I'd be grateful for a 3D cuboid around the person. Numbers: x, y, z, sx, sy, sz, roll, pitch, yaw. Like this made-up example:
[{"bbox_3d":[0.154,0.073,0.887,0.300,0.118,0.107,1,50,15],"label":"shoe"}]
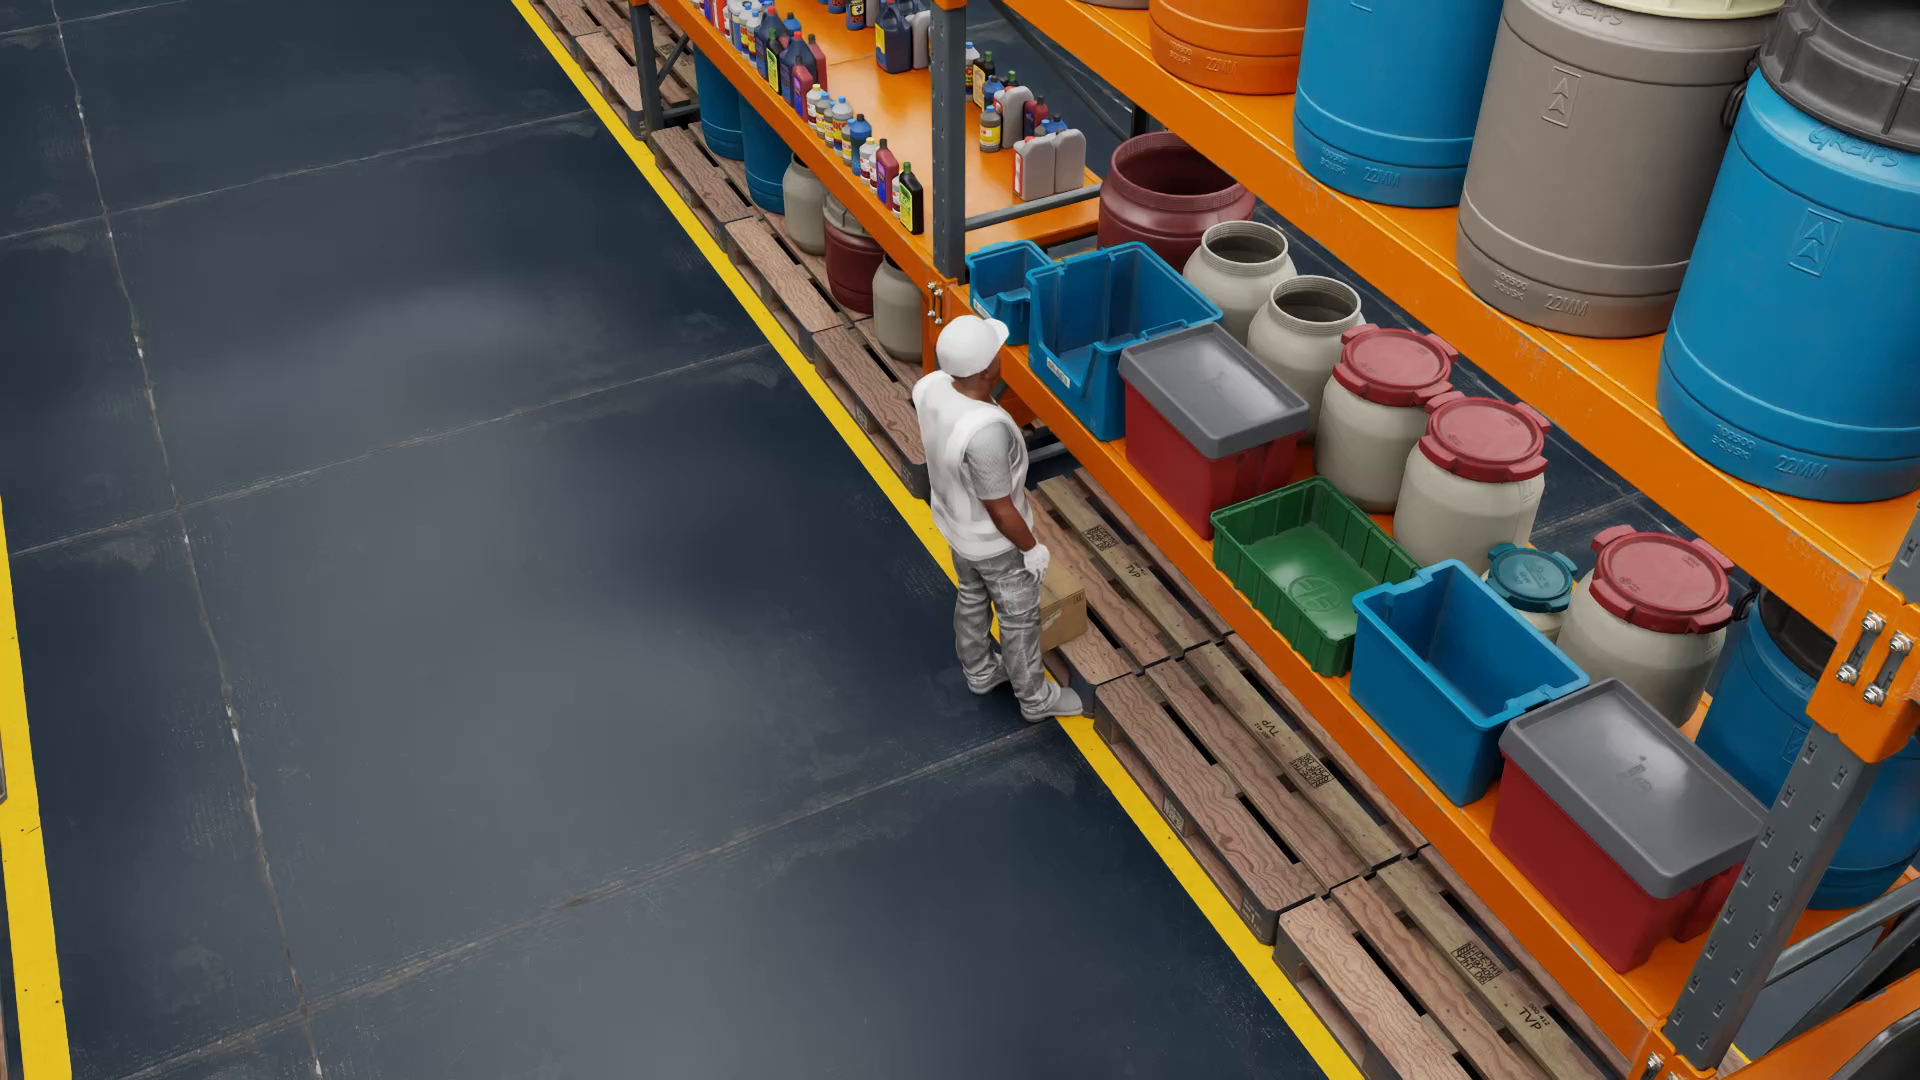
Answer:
[{"bbox_3d":[0.161,-0.091,6.234,0.577,1.783,0.642,-19,44,-21],"label":"person"}]
